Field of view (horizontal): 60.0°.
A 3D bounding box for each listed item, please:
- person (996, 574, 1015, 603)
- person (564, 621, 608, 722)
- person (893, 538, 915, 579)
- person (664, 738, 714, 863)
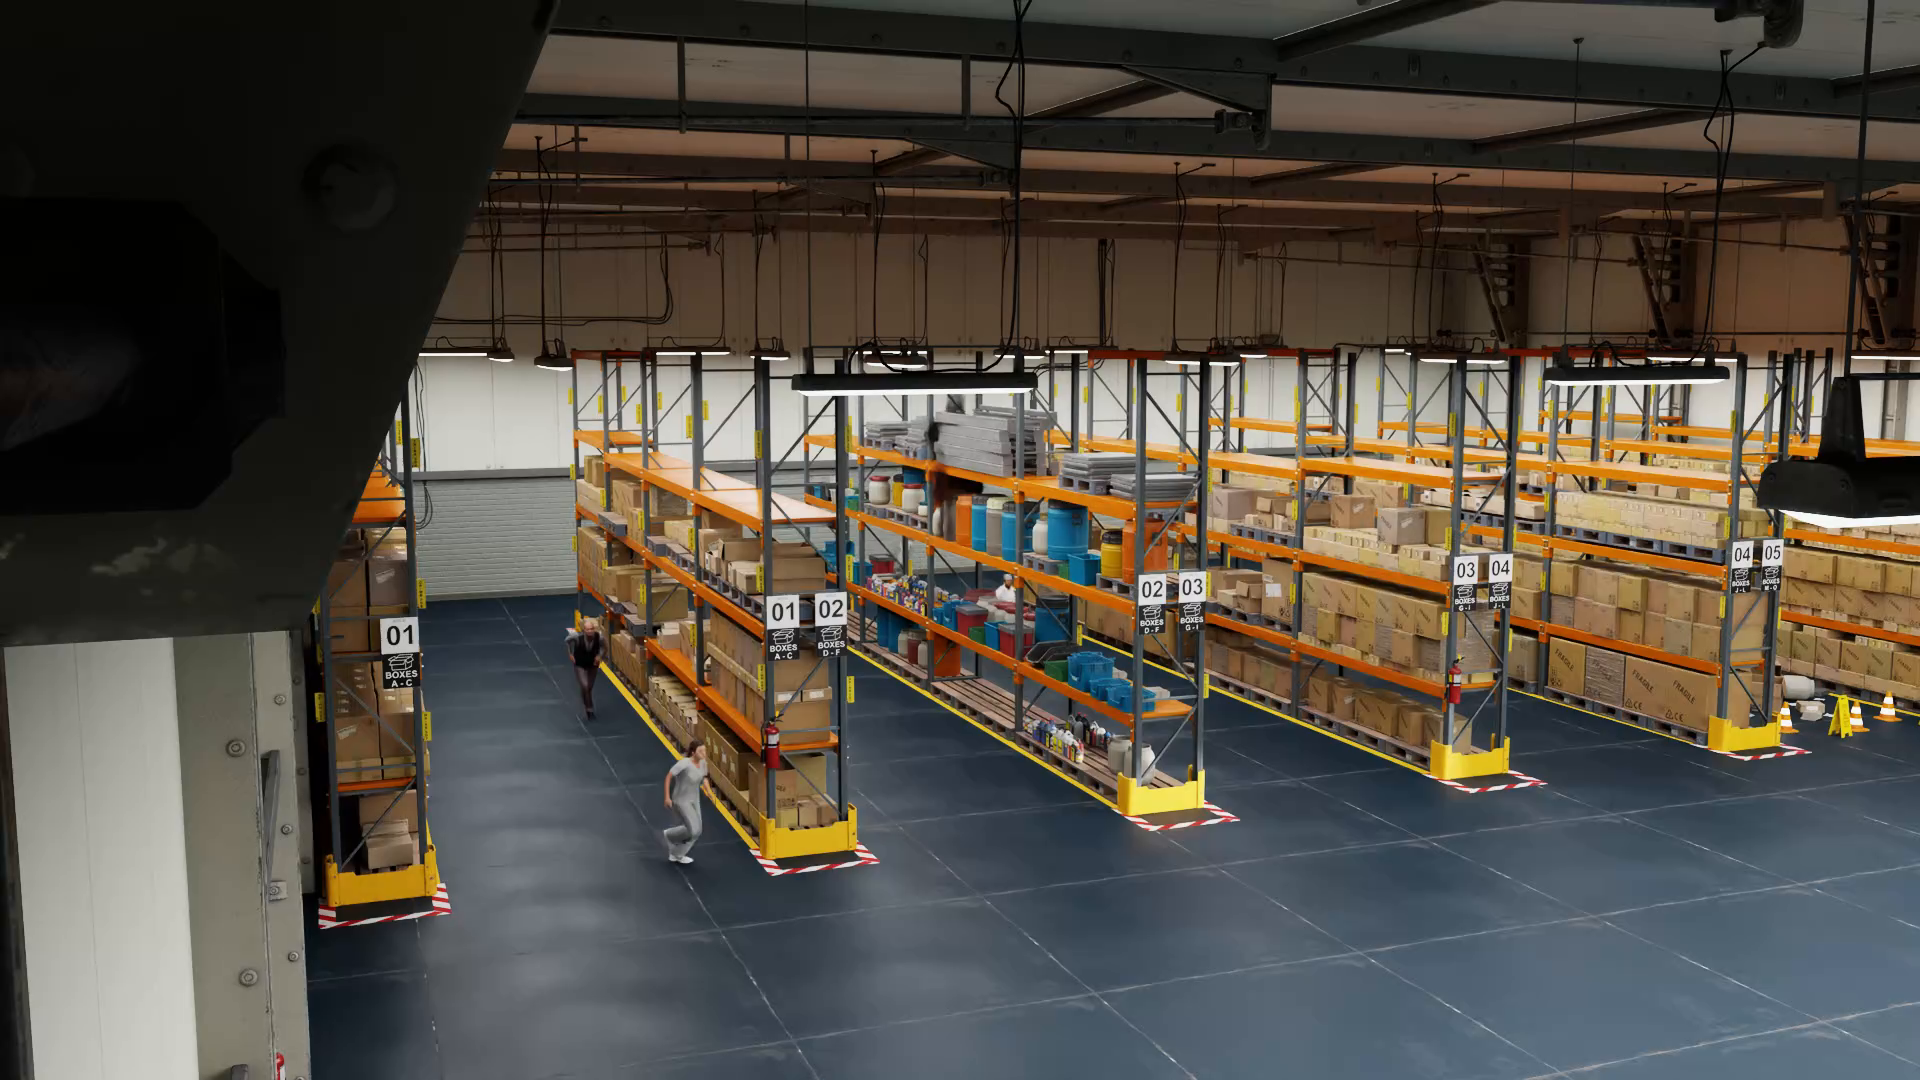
[{"bbox_3d":[0.939,1.449,31.767,0.600,1.624,0.534,-3,8,-25],"label":"person"},{"bbox_3d":[-6.193,2.120,27.545,0.697,1.680,1.007,-2,7,-19],"label":"person"},{"bbox_3d":[-1.452,0.554,40.575,0.860,1.548,0.548,0,7,-3],"label":"person"},{"bbox_3d":[-3.255,3.110,19.806,0.704,1.551,0.569,5,9,34],"label":"person"}]
